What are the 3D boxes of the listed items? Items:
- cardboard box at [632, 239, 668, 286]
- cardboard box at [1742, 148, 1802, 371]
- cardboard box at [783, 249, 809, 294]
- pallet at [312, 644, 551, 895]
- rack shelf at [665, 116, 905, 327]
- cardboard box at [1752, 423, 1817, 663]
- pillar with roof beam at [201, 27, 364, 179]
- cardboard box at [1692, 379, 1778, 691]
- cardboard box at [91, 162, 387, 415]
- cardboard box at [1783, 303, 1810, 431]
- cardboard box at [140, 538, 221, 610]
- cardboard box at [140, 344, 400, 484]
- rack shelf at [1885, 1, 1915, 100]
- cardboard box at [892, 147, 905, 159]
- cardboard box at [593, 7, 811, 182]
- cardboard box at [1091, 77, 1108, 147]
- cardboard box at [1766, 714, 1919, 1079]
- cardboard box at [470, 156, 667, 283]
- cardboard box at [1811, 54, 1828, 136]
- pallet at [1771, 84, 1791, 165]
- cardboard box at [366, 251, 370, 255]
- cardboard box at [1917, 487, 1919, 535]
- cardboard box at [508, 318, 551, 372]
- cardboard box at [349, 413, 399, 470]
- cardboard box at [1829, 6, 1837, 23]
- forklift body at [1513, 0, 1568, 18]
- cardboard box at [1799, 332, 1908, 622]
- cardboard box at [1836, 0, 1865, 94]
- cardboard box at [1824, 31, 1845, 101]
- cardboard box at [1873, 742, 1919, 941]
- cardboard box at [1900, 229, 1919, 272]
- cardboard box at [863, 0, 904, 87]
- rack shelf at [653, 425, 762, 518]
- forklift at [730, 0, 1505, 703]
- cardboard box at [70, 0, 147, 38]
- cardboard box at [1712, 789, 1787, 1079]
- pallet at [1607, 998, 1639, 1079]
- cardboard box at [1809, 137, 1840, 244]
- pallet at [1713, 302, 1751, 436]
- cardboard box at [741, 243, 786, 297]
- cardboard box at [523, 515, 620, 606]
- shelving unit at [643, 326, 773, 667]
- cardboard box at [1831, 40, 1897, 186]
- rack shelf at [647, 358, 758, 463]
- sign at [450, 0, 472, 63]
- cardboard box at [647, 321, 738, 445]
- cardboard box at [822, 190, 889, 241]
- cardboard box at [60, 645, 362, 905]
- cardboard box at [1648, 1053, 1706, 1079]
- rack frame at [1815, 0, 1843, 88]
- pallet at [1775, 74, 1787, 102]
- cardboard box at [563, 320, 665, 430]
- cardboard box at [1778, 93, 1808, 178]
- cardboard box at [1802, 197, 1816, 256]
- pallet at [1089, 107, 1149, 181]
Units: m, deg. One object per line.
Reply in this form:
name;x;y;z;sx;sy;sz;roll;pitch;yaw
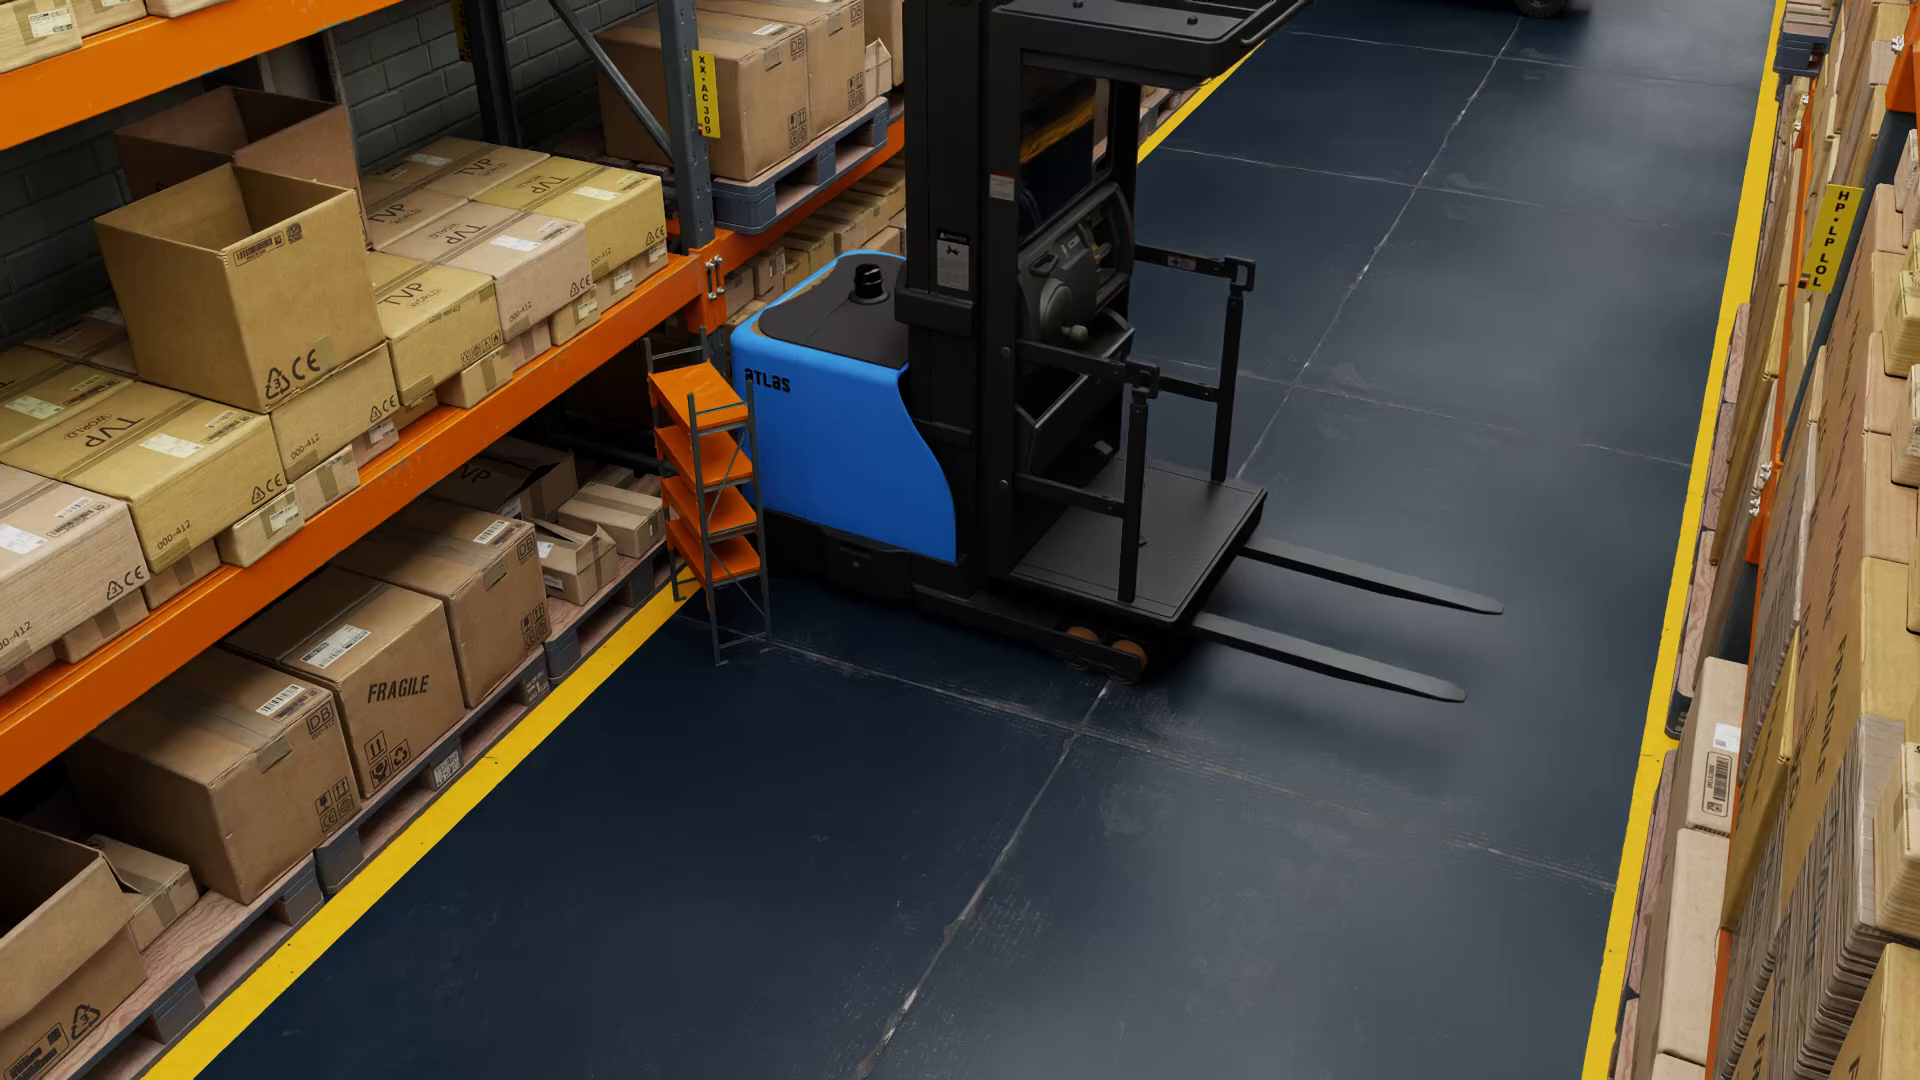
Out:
cardboard box;-1.365;-1.124;6.458;0.380;0.149;0.250;15;36;21
cardboard box;4.358;-1.264;7.996;0.875;0.875;0.875;14;36;20
cardboard box;-0.926;-1.251;7.728;0.380;0.149;0.250;12;35;18
pallet;-2.258;0.672;6.033;1.003;0.211;1.213;14;36;20
rack shelf;-0.624;-2.141;8.436;1.077;0.370;4.000;14;36;20
cardboard box;2.401;0.072;4.313;0.500;0.500;0.500;14;36;21
pillar with roof beam;1.339;-2.827;3.355;9.100;9.000;0.400;14;36;20
cardboard box;3.236;0.076;5.953;0.875;0.875;0.875;15;36;22
cardboard box;-2.073;-0.741;4.826;0.500;0.500;0.500;15;36;22
cardboard box;3.008;-0.528;5.456;0.500;0.250;0.500;13;36;19
cardboard box;-2.337;0.029;4.700;0.380;0.149;0.250;15;36;21
cardboard box;-2.085;-0.444;5.057;0.500;0.250;0.500;13;36;19
rack shelf;3.886;-2.259;5.880;1.077;0.370;4.000;14;36;20
cardboard box;-0.256;-2.026;8.910;0.380;0.149;0.250;14;36;20
cardboard box;-1.055;-1.853;6.867;0.700;0.500;0.500;15;36;22
cardboard box;0.486;-2.928;10.763;0.875;0.625;0.625;15;36;22
cardboard box;1.553;0.661;2.503;0.500;0.500;0.500;14;36;21
cardboard box;-1.452;-1.198;6.207;0.500;0.250;0.500;15;36;22
cardboard box;4.289;-2.053;7.782;0.500;0.250;0.500;14;36;20
pallet;6.072;-2.739;11.235;1.003;0.211;1.213;14;36;20
cardboard box;-2.334;-0.815;5.623;0.500;0.250;0.500;15;36;22
cardboard box;1.955;-0.048;2.992;0.380;0.149;0.250;15;36;22
cardboard box;-1.675;-0.730;5.857;0.380;0.149;0.250;15;36;22
cardboard box;-2.027;-0.360;5.293;0.380;0.149;0.250;14;36;20
cardboard box;4.693;-2.739;8.538;0.380;0.149;0.250;15;36;21
forklift body;4.423;-5.705;13.989;2.313;2.155;1.214;14;36;20
cardboard box;2.188;-0.085;3.641;0.500;0.500;0.500;15;36;21
cardboard box;3.865;-2.069;6.666;0.500;0.500;0.500;15;36;22
cardboard box;4.069;-1.995;7.238;0.500;0.250;0.500;15;36;22
cardboard box;1.460;0.447;2.238;0.380;0.149;0.250;14;36;20
cardboard box;2.360;-0.565;3.781;0.380;0.149;0.250;14;36;20
cardboard box;-0.510;-2.502;7.856;0.700;0.500;0.500;14;36;20
rack shelf;-0.961;-0.289;6.312;0.258;0.148;0.480;-16;36;-22
forklift;0.619;-1.006;6.111;3.031;2.935;1.130;16;37;23
cardboard box;-2.233;-1.339;4.050;0.380;0.149;0.250;14;36;20
cardboard box;1.767;0.835;3.150;0.500;0.500;0.500;15;36;22
pallet;2.151;1.827;4.271;1.003;0.211;1.213;14;36;20
cardboard box;3.426;-1.241;6.088;0.500;0.250;0.500;15;36;22
pallet;4.324;-0.760;8.217;1.003;0.211;1.213;14;36;20
cardboard box;-1.004;-1.230;7.424;0.380;0.149;0.250;12;35;18
cardboard box;-1.577;0.044;6.557;0.396;0.266;0.258;15;36;22
shelving unit;-0.961;-0.159;6.397;0.258;1.200;0.503;-16;36;-22
cardboard box;3.218;-1.309;5.507;0.500;0.500;0.500;15;36;21
rack shelf;-0.961;-0.487;6.182;0.258;0.148;0.480;-16;36;-22
sign;-1.966;-2.056;6.594;0.100;0.325;0.005;14;36;20
cardboard box;-1.054;-0.766;7.579;0.500;0.500;0.500;16;36;23
cardboard box;-0.580;-1.630;8.305;0.380;0.149;0.250;15;36;22
cardboard box;-2.399;0.716;5.319;0.700;0.500;0.500;16;36;22
cardboard box;1.936;1.769;3.770;0.875;0.438;0.875;15;36;22
rack frame;4.723;-2.301;8.024;1.000;3.000;0.127;14;36;20
pallet;6.645;-3.470;12.350;1.003;0.211;1.213;14;36;20
cardboard box;-1.524;-0.889;7.767;0.500;0.500;0.500;14;36;20
cardboard box;5.592;-2.403;10.193;0.950;0.372;0.625;15;36;22
cardboard box;3.662;-1.286;6.613;0.500;0.250;0.500;14;36;20
pallet;0.593;-2.673;11.134;1.003;0.211;1.213;14;36;20
